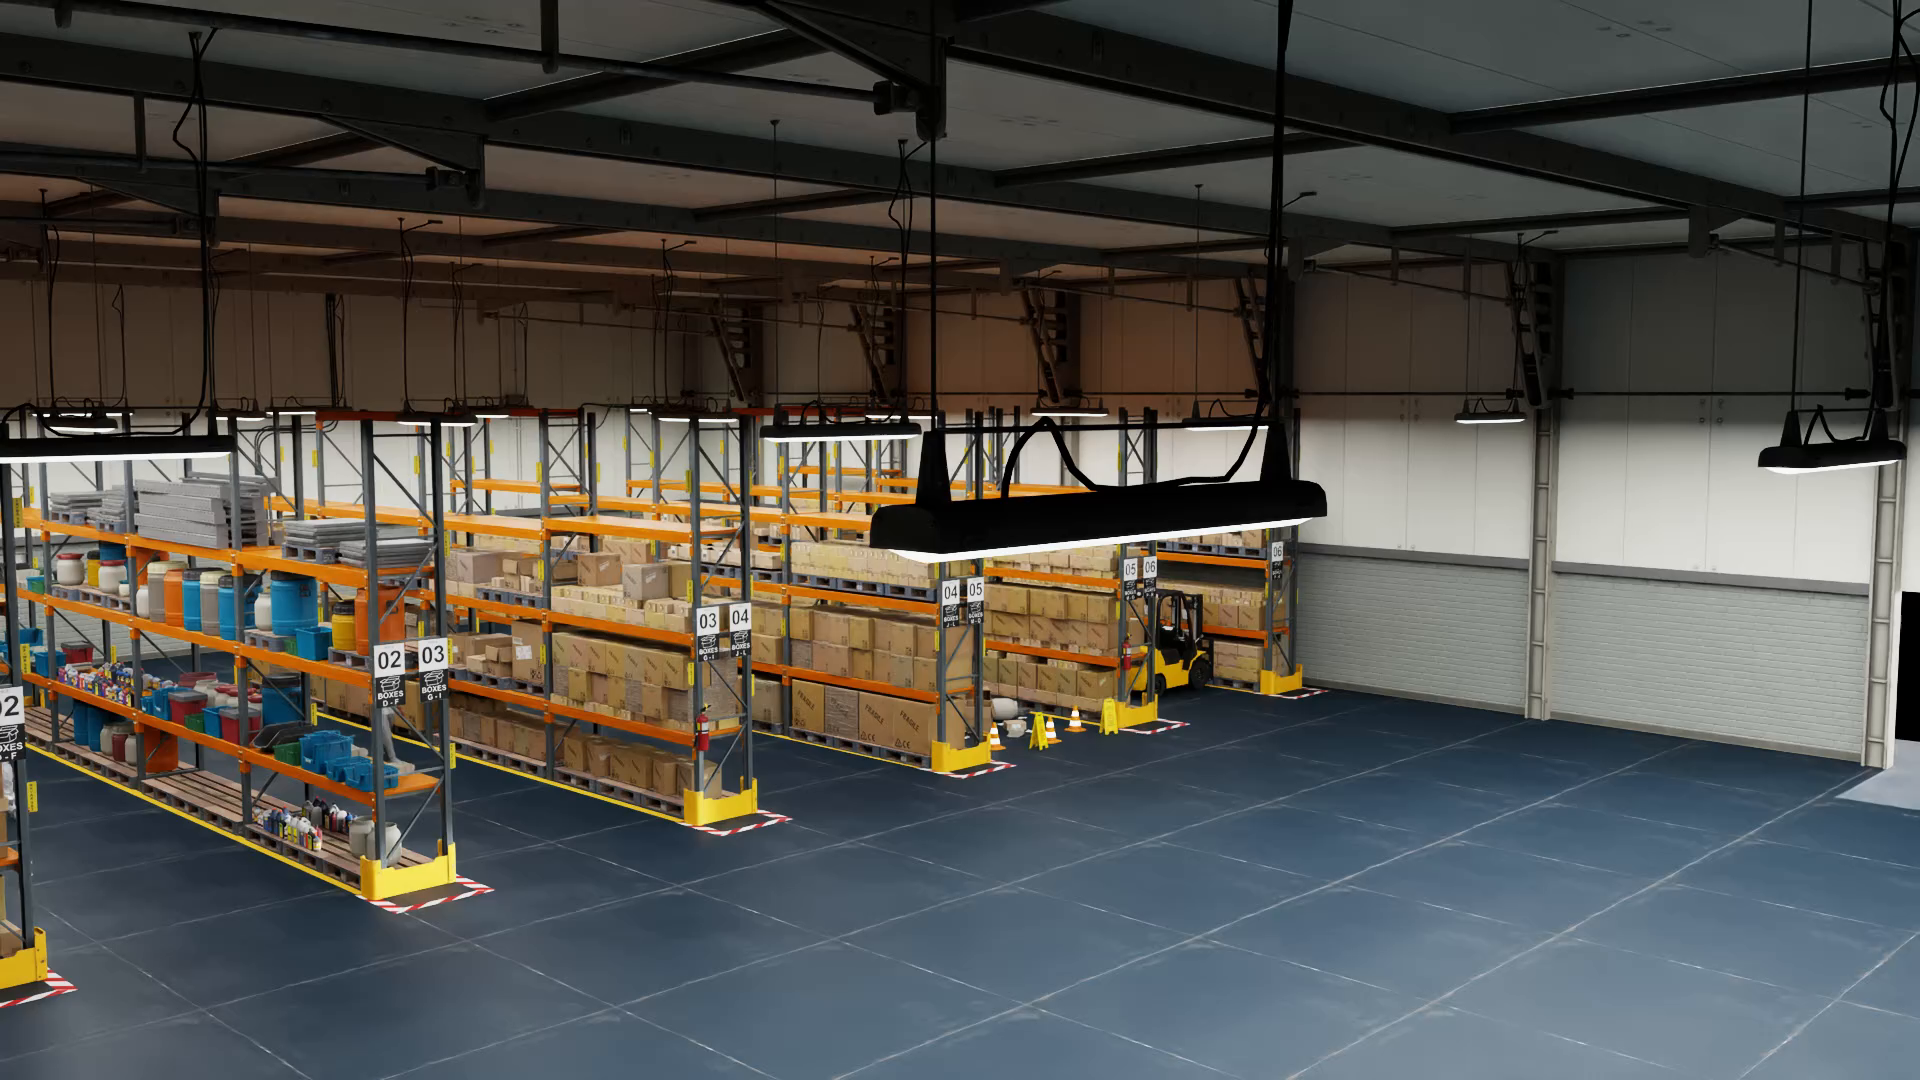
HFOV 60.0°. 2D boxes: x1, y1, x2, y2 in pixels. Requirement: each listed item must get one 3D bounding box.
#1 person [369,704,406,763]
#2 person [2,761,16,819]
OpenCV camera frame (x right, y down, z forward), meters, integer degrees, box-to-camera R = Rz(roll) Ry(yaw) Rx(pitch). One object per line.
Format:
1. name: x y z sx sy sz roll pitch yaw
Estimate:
1. person: -9.850 2.971 28.557 1.033 1.627 0.555 4 7 41
2. person: -14.318 3.254 24.665 1.055 1.729 0.493 4 7 39
